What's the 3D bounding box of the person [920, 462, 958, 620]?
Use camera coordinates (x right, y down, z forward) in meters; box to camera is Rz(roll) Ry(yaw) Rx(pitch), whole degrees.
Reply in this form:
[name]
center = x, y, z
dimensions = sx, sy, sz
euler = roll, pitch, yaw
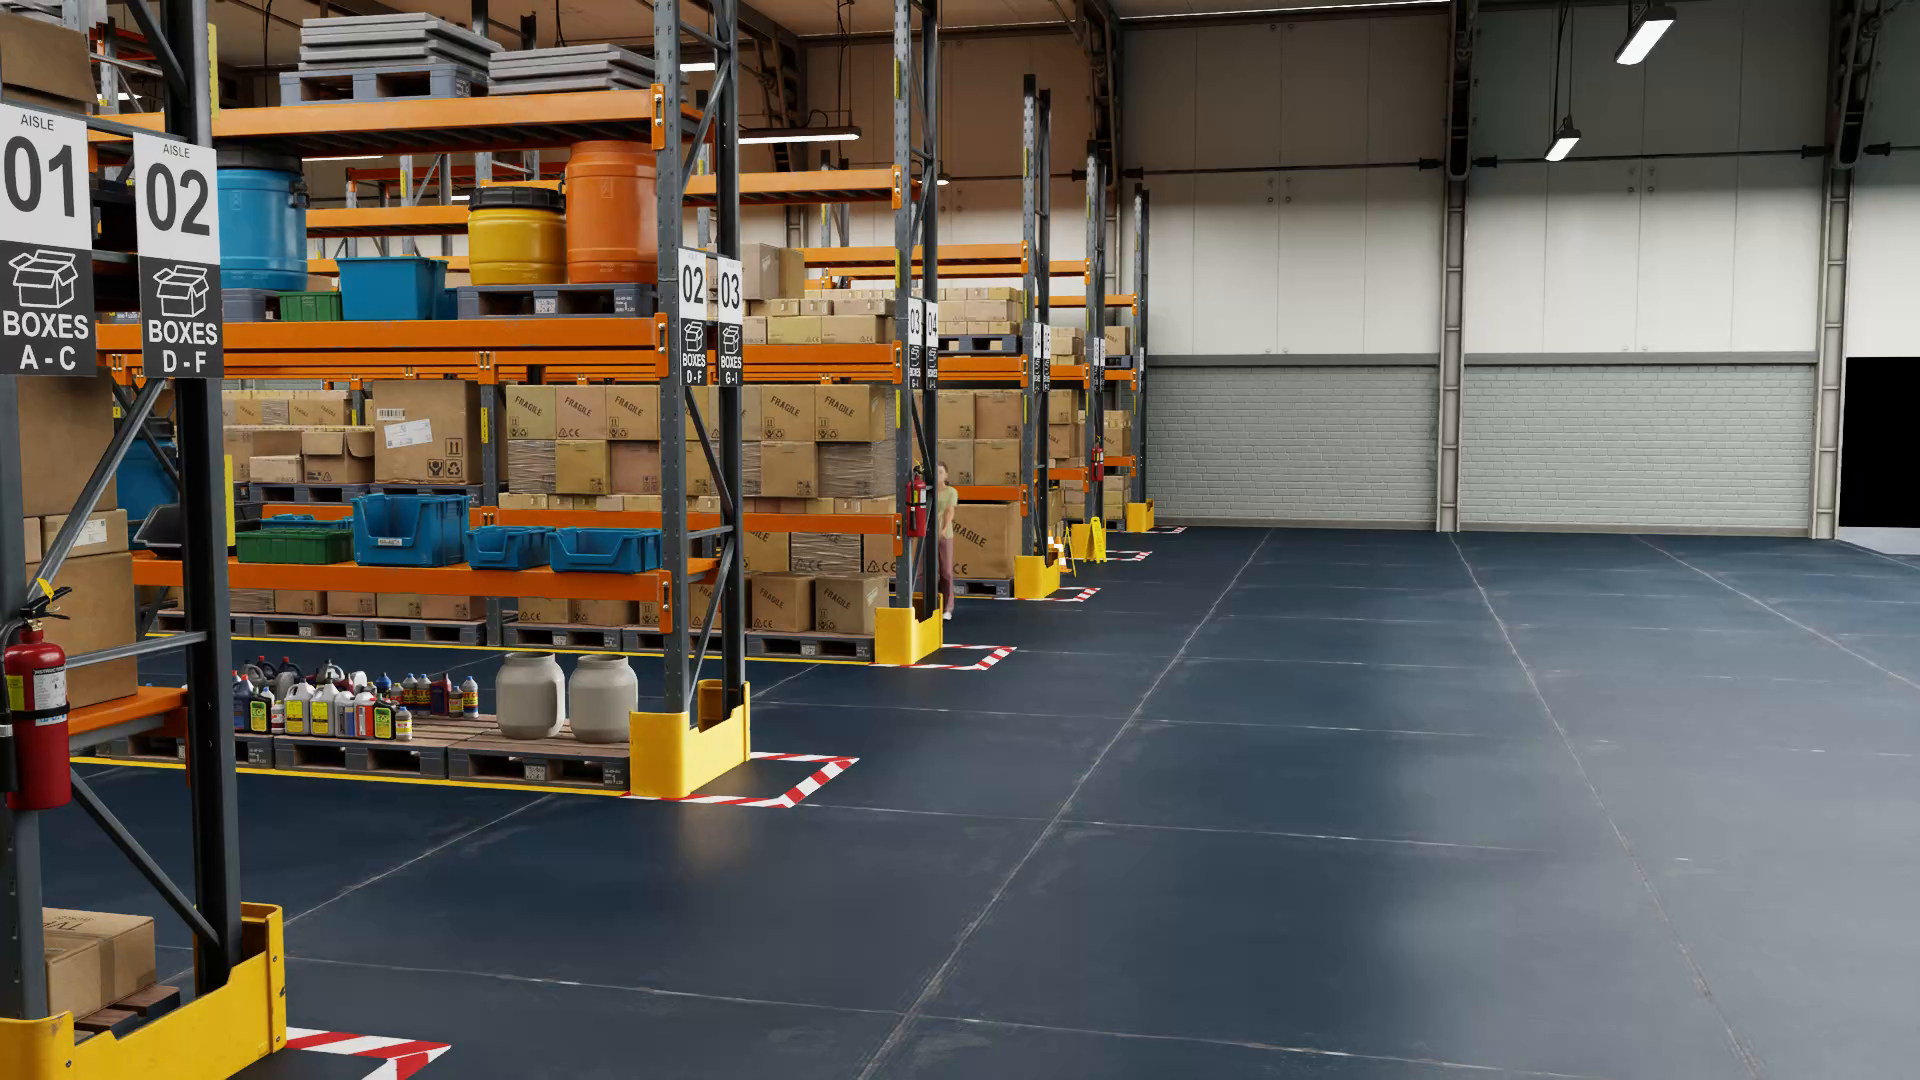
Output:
[person]
center = -0.257, 0.009, 17.518
dimensions = 0.425, 1.666, 0.554
euler = 1, 5, 14
